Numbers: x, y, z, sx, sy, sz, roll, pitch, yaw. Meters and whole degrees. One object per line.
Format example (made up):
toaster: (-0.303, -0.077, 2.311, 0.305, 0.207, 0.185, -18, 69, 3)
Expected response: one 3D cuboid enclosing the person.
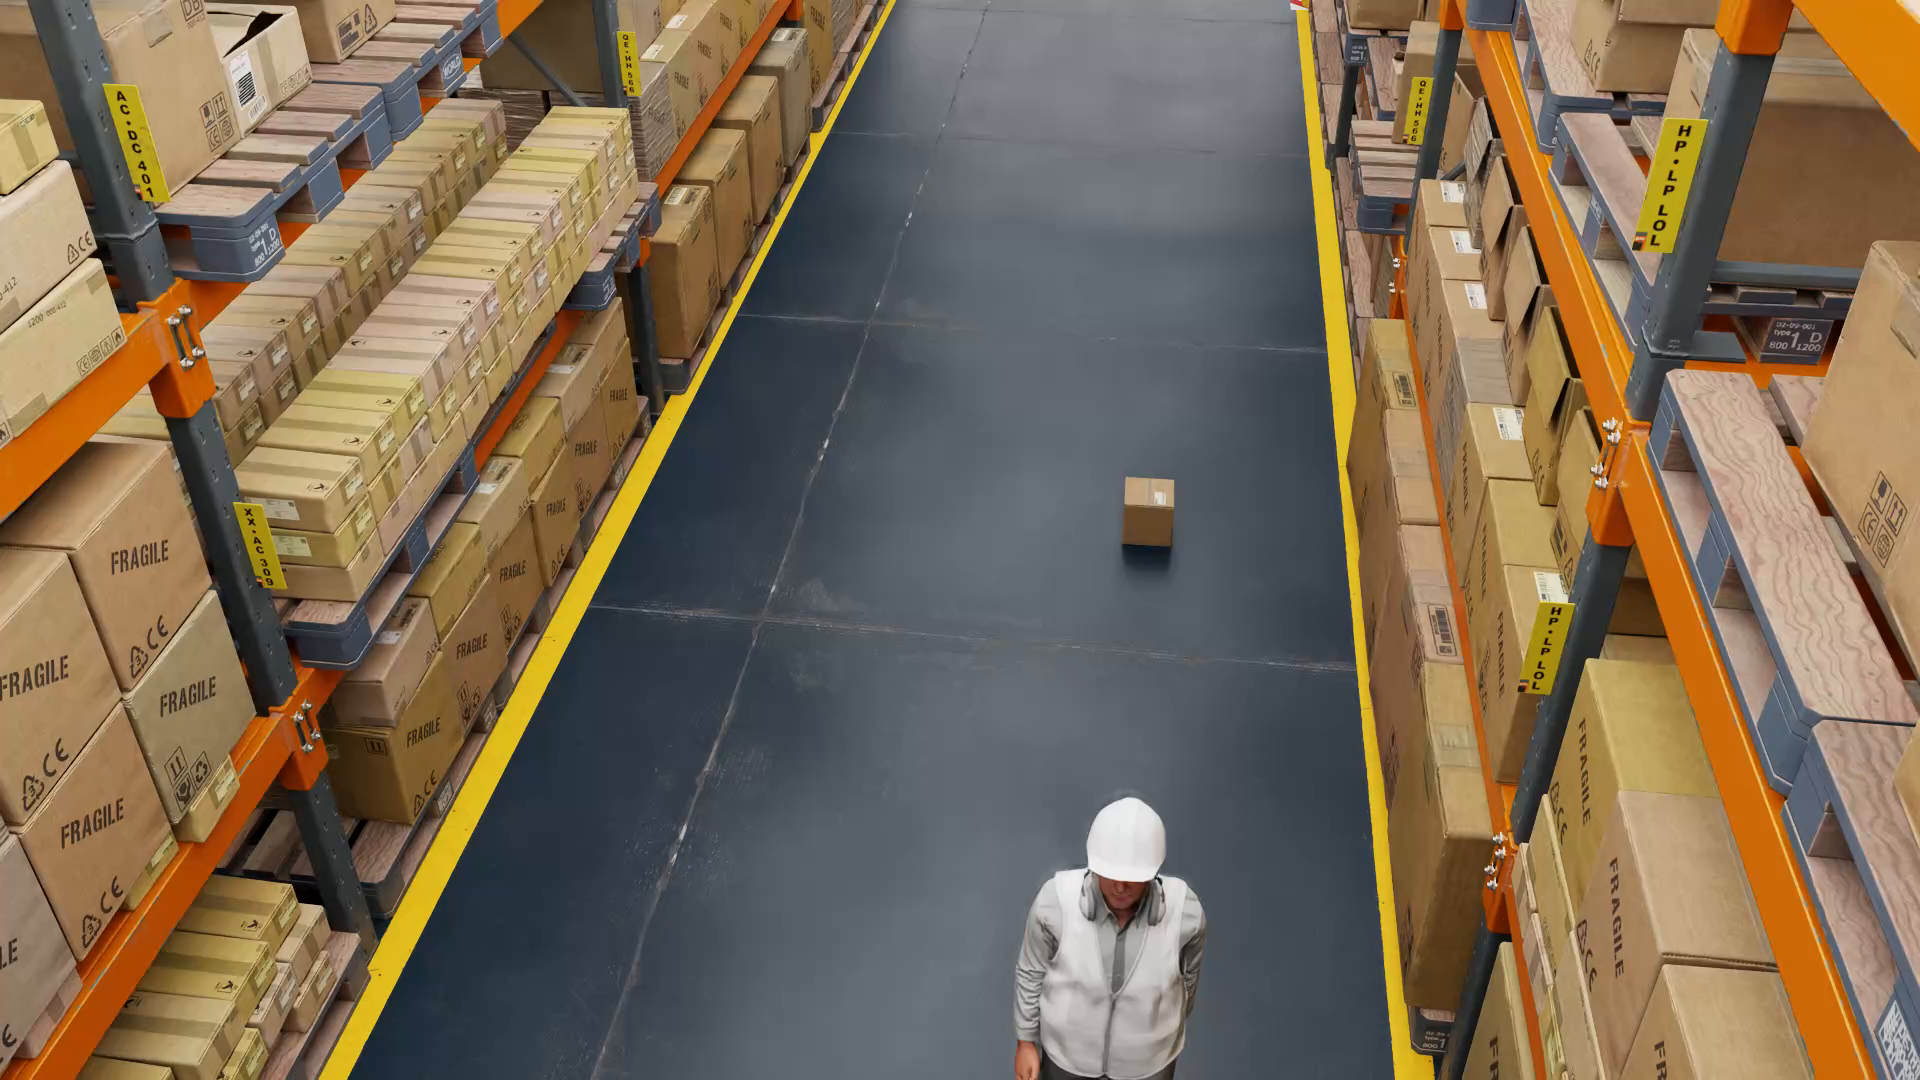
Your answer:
person: (0.432, 1.466, 4.997, 0.545, 1.739, 0.942, 5, 36, 7)
